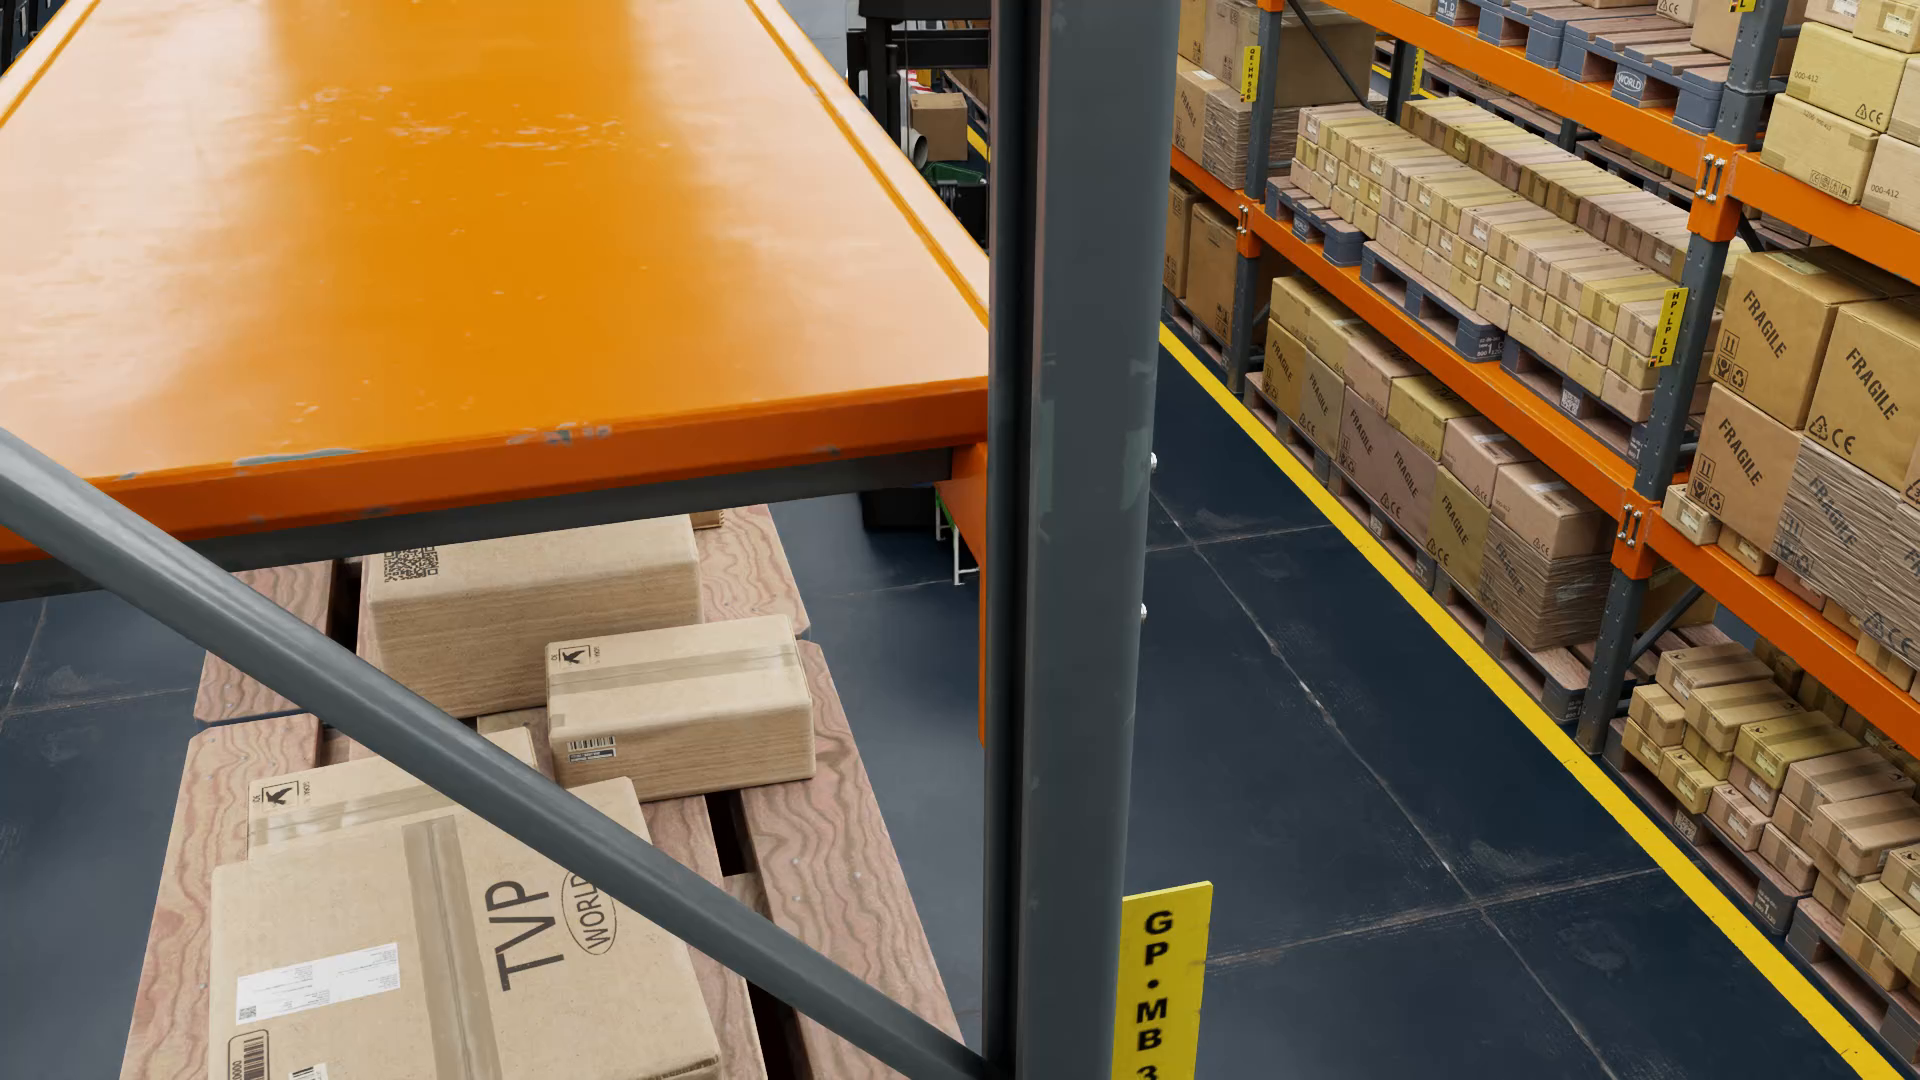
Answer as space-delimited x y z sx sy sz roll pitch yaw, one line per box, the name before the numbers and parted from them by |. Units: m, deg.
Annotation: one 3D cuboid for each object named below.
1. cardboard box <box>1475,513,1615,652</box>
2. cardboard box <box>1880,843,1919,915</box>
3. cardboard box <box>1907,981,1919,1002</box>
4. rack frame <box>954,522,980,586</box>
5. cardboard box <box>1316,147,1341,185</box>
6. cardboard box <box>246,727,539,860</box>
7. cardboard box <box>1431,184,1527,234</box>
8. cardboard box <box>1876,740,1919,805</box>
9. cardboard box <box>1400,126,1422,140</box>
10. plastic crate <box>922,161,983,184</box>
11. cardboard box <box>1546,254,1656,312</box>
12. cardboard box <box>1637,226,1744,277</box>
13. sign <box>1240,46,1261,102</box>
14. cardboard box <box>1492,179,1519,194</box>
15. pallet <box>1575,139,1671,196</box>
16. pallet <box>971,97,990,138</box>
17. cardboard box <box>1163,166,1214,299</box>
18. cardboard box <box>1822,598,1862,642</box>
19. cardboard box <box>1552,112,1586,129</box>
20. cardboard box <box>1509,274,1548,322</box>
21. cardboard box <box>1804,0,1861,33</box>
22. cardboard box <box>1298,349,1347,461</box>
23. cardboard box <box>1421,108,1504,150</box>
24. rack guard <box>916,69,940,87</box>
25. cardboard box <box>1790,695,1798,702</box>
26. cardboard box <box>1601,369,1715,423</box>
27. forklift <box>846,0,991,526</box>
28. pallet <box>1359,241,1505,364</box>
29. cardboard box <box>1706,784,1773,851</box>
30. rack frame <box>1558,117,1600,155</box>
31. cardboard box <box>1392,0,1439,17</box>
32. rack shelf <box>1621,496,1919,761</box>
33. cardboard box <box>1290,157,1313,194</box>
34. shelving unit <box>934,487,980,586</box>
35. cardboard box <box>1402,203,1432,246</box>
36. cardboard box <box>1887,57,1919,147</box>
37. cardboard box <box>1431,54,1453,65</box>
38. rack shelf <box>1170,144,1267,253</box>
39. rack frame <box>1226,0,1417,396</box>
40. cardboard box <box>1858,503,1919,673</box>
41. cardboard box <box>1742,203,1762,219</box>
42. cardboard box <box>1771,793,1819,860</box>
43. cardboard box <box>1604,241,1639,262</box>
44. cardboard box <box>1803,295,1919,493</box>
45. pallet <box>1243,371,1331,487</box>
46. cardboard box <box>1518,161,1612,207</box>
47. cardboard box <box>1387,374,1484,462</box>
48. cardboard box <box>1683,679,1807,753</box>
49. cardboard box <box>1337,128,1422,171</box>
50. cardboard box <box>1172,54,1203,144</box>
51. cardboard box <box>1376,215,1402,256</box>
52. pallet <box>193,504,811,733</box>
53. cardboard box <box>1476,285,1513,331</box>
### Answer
cardboard box | 2.882 0.168 8.042 0.500 0.500 0.500 -8 31 -14
cardboard box | 3.576 1.214 5.991 0.380 0.149 0.250 -9 31 -15
cardboard box | 3.635 1.600 5.918 0.380 0.149 0.250 -7 31 -12
rack frame | 0.088 -0.289 8.552 0.240 1.200 0.015 -6 31 -10
cardboard box | 2.268 -2.151 9.507 0.380 0.149 0.250 -6 31 -11
cardboard box | -0.757 0.419 2.270 0.380 0.149 0.250 -10 32 -17
cardboard box | 2.609 -1.667 8.373 0.380 0.149 0.250 -8 31 -14
cardboard box | 3.839 0.896 6.540 0.380 0.149 0.250 -7 31 -12
cardboard box | 2.830 -2.364 9.875 0.380 0.149 0.250 -7 31 -12
plastic crate | -0.111 -2.990 14.171 0.450 0.188 0.662 16 32 7
cardboard box | 2.888 -1.162 7.500 0.380 0.149 0.250 -9 31 -15
cardboard box | 3.451 -1.369 7.859 0.380 0.149 0.250 -8 31 -14
sign | 1.725 -2.766 9.879 0.100 0.325 0.005 -8 31 -13
cardboard box | 3.104 -1.867 9.016 0.380 0.149 0.250 -8 31 -14
pallet | 6.215 -3.300 14.741 1.003 0.211 1.213 -8 31 -13
pallet | 0.744 -4.034 16.008 1.003 0.211 1.213 -8 31 -13
cardboard box | 1.949 -2.276 12.015 1.050 0.750 0.750 -7 31 -13
cardboard box | 3.409 0.249 6.076 0.380 0.149 0.250 -9 31 -15
cardboard box | 5.939 -4.182 15.556 0.500 0.500 0.500 -9 31 -15
cardboard box | 2.814 -1.155 7.786 0.380 0.149 0.250 -9 31 -15
cardboard box | 3.165 -1.858 5.724 0.380 0.149 0.250 -8 31 -14
cardboard box | 2.338 -0.822 9.753 0.500 0.500 0.500 -7 31 -13
cardboard box | 2.896 -2.374 9.594 0.380 0.149 0.250 -8 31 -14
rack guard | 0.130 -5.134 17.621 1.175 0.500 0.348 -8 31 -13
cardboard box | 3.711 0.625 7.306 0.380 0.149 0.250 -7 31 -12
cardboard box | 3.025 -0.647 7.205 0.380 0.149 0.250 -9 31 -14
forklift | -0.098 -2.052 9.869 1.130 2.935 3.031 -2 30 -3
pallet | 2.825 -1.307 8.705 1.003 0.211 1.213 -8 31 -13
cardboard box | 3.295 1.104 6.775 0.380 0.149 0.250 -8 31 -14
rack frame | 6.007 -4.883 14.692 1.000 3.000 0.127 -8 31 -13
cardboard box | 2.432 -2.889 8.154 0.500 0.500 0.500 -8 31 -13
rack shelf | 3.852 0.869 5.473 1.077 0.370 4.000 -8 31 -13
cardboard box | 2.184 -2.171 9.837 0.380 0.149 0.250 -8 31 -14
shelving unit | 0.037 -0.409 8.758 0.258 1.200 0.503 -6 31 -10
cardboard box | 2.538 -1.660 8.659 0.380 0.149 0.250 -8 31 -14
cardboard box | 3.345 -1.353 5.249 0.500 0.250 0.500 -8 31 -13
cardboard box | 5.286 -5.327 17.535 0.500 0.500 0.500 0 30 0
rack shelf | 1.729 -2.995 12.148 1.077 0.370 4.000 -8 31 -13
rack frame | 2.260 -2.341 10.299 1.000 3.000 0.127 -8 31 -13
cardboard box | 3.447 0.178 5.551 0.500 0.500 0.500 -9 31 -14
cardboard box | 6.555 -2.920 13.356 0.700 0.500 0.500 -5 30 -9
cardboard box | 3.431 1.086 6.509 0.380 0.149 0.250 -9 31 -16
cardboard box | 3.377 -1.367 8.152 0.380 0.149 0.250 -7 31 -11
cardboard box | 3.358 -0.515 5.750 0.500 0.500 0.500 -9 31 -15
pallet | 2.466 -0.756 10.345 1.003 0.211 1.213 -8 31 -13
cardboard box | 3.173 -1.870 8.725 0.380 0.149 0.250 -6 31 -11
cardboard box | 2.602 -0.663 8.728 0.500 0.250 0.500 -9 31 -15
cardboard box | 3.229 0.721 6.843 0.380 0.149 0.250 -6 31 -11
cardboard box | 2.330 -2.174 9.249 0.380 0.149 0.250 -8 31 -14
cardboard box | 1.618 -3.048 11.422 0.500 0.500 0.500 -8 31 -14
cardboard box | 2.473 -1.652 8.942 0.380 0.149 0.250 -7 31 -12
pallet | -0.897 0.023 3.310 1.003 0.211 1.213 -8 31 -13
cardboard box | 2.746 -1.148 8.070 0.380 0.149 0.250 -9 31 -15
